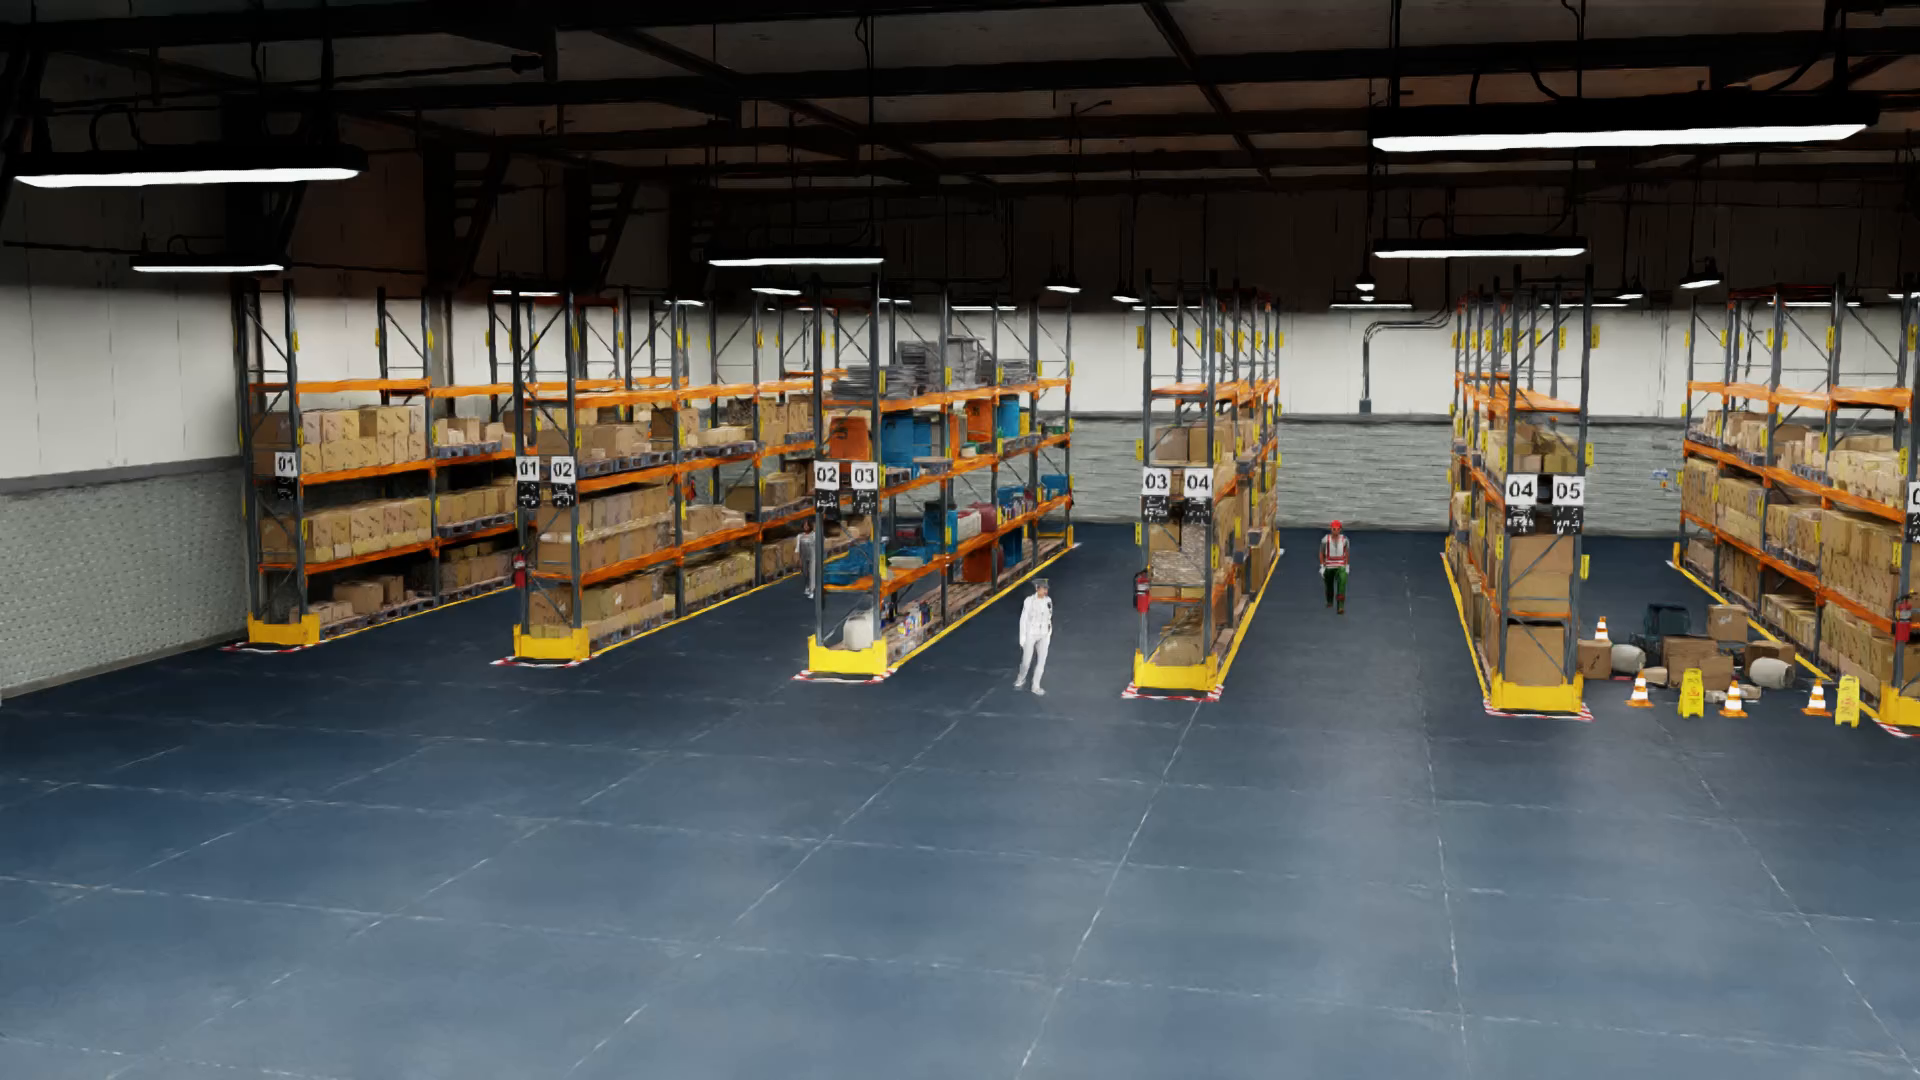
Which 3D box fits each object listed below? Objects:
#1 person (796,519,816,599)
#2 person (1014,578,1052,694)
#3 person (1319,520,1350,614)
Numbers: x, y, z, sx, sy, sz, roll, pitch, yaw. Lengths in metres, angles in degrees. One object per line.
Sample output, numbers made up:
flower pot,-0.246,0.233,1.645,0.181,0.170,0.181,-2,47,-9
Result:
person,-2.970,0.363,32.343,0.411,1.519,0.957,1,7,5
person,1.053,1.343,23.728,0.527,1.665,0.535,-3,7,-22
person,6.905,0.470,30.646,0.557,1.708,1.125,1,7,12
